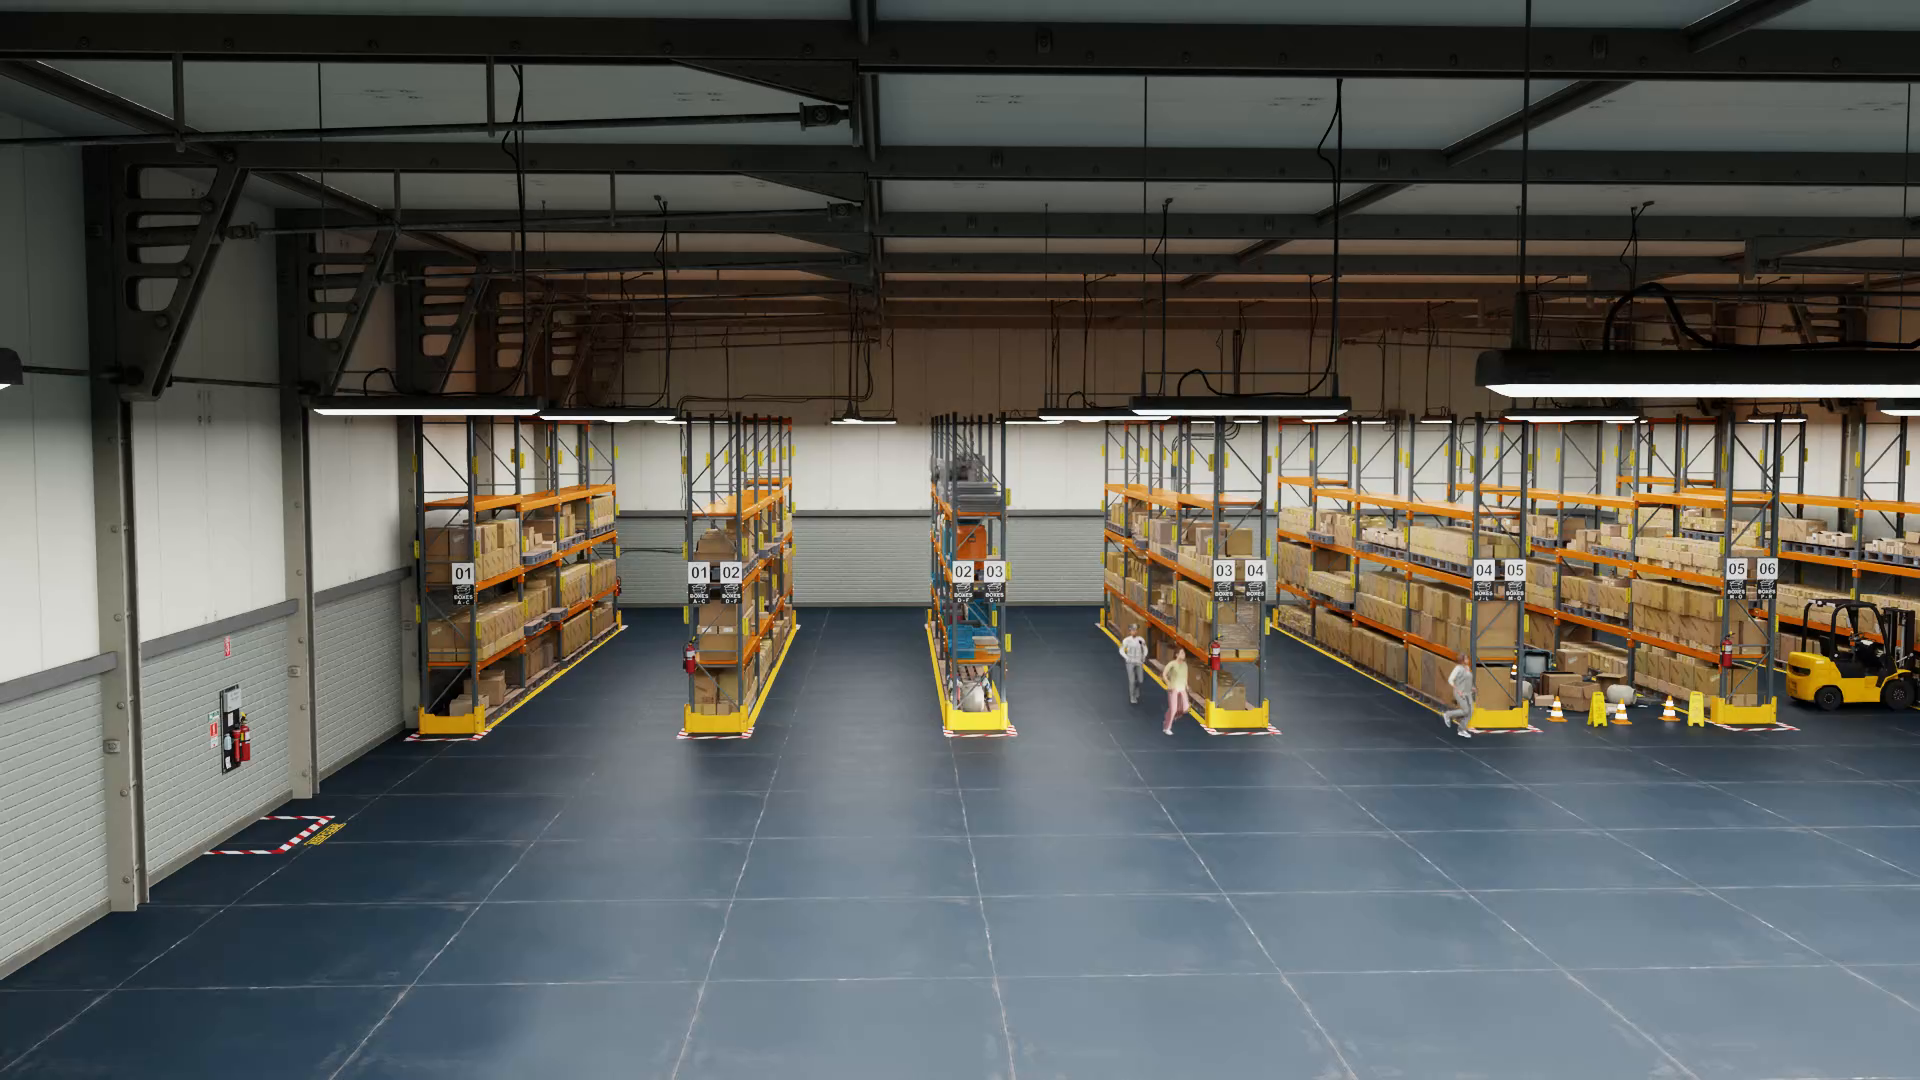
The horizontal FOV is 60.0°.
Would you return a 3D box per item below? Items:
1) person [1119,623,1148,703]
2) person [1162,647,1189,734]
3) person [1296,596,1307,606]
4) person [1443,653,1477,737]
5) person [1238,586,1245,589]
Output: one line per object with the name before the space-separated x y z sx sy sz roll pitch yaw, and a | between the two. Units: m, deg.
person | 3.619 2.545 34.558 0.612 1.648 0.555 0 4 -4
person | 4.075 2.808 31.094 0.631 1.616 0.527 -2 4 -28
person | 10.134 1.525 48.792 0.651 1.730 0.664 2 4 30
person | 9.279 2.859 30.845 0.549 1.556 0.551 -3 5 -39
person | 7.917 1.575 48.179 0.787 1.727 1.084 3 5 38
